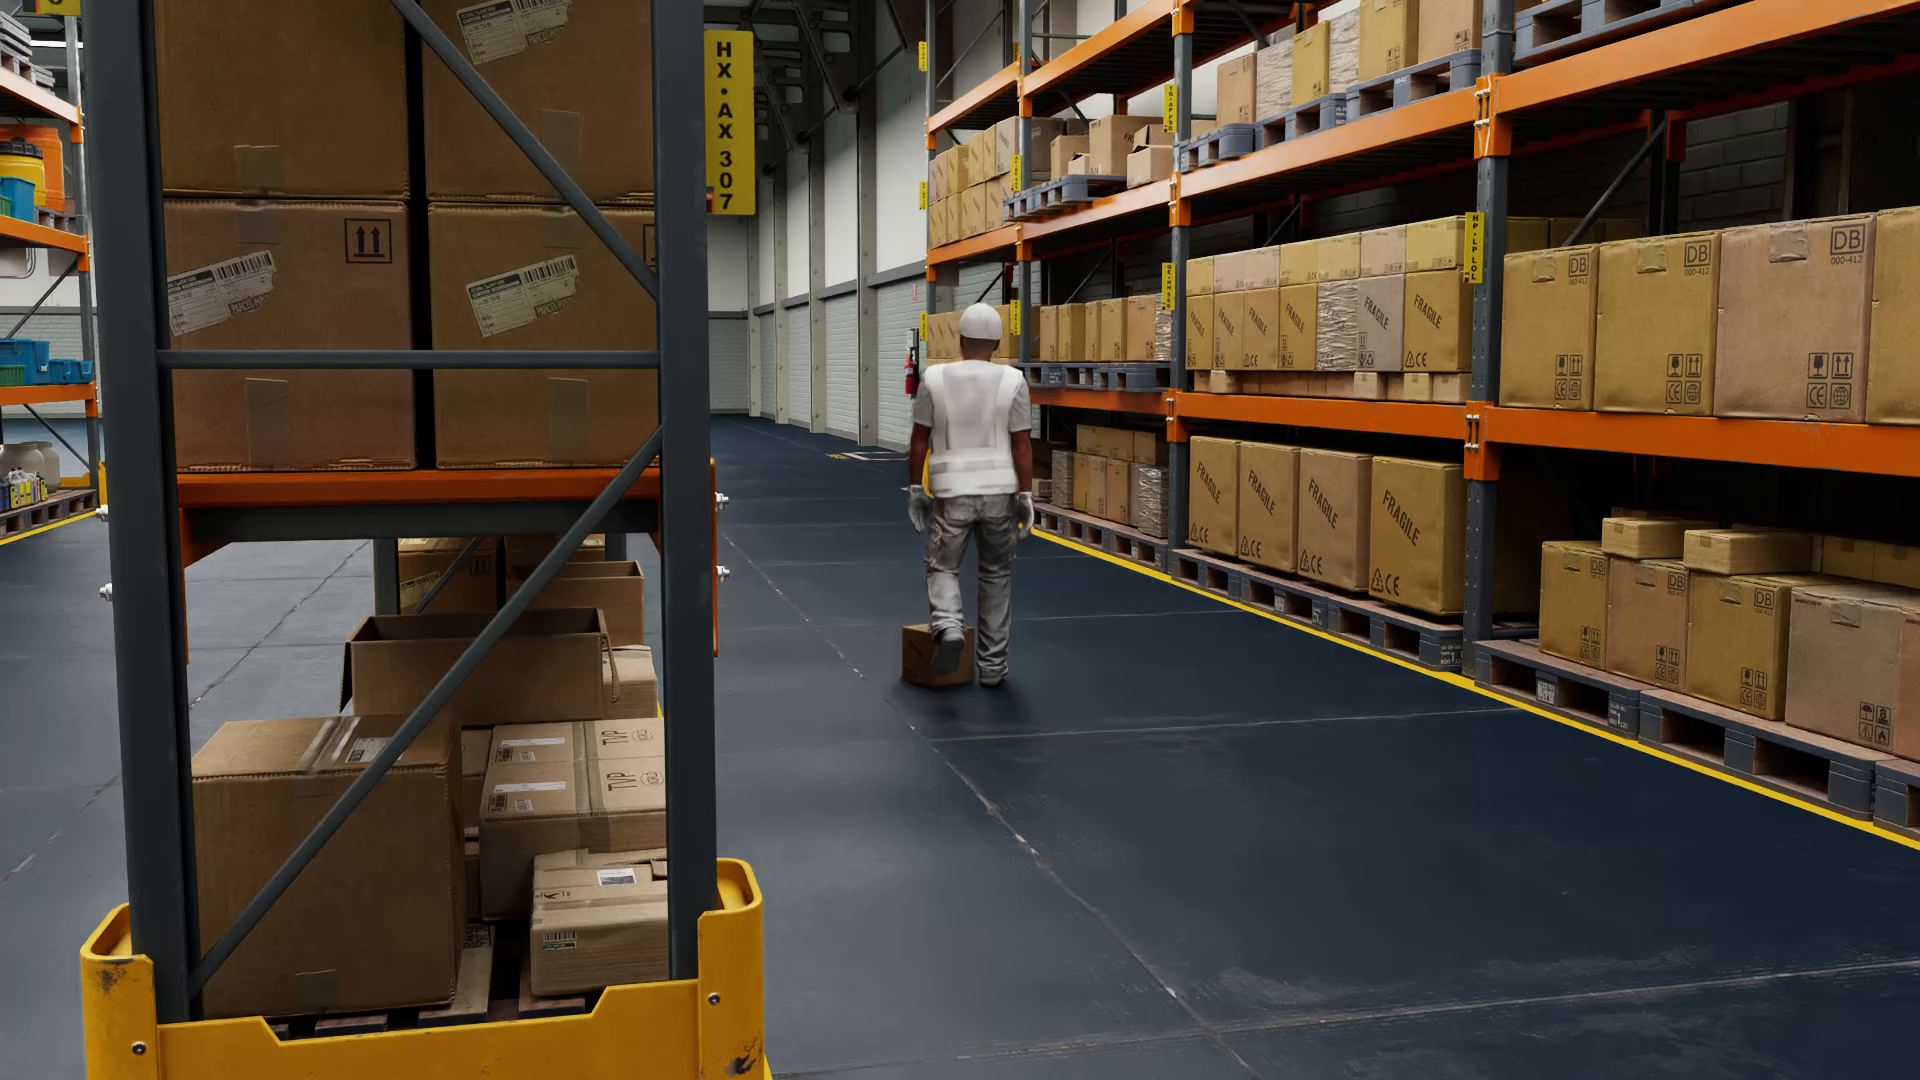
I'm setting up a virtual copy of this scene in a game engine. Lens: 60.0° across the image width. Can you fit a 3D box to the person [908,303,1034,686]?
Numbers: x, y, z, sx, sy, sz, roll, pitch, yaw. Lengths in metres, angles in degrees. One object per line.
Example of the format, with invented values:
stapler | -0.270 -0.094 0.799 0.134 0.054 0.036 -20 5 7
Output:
person | 0.049 -0.195 7.581 0.579 1.769 0.722 0 6 1
